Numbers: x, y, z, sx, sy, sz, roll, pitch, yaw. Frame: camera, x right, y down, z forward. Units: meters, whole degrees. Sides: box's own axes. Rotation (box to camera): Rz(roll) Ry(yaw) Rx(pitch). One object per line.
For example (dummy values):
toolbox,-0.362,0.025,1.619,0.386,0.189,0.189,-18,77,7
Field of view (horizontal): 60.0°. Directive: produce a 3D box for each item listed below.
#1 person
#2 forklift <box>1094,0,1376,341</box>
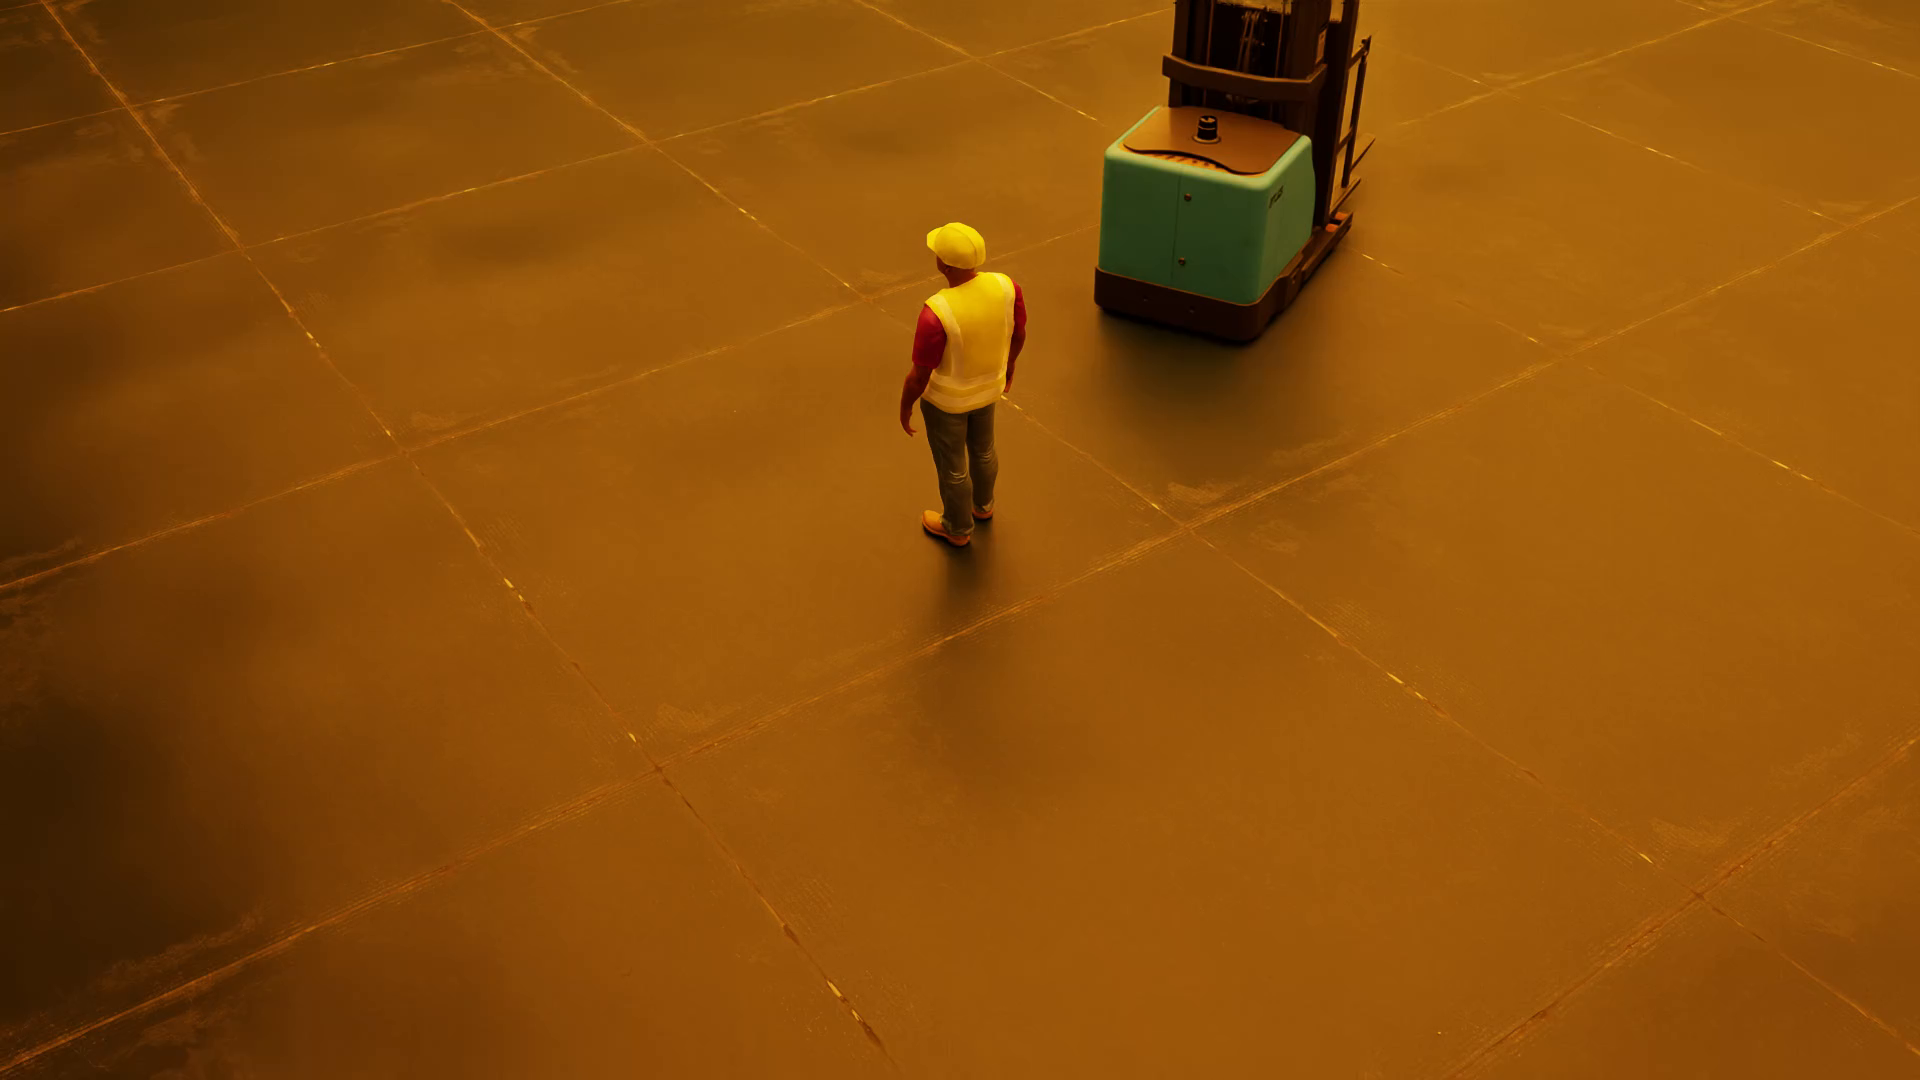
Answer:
person,-0.035,-0.752,7.929,0.665,1.765,0.577,-23,42,-28
forklift,1.975,-3.221,10.301,1.130,2.935,3.031,18,40,23
